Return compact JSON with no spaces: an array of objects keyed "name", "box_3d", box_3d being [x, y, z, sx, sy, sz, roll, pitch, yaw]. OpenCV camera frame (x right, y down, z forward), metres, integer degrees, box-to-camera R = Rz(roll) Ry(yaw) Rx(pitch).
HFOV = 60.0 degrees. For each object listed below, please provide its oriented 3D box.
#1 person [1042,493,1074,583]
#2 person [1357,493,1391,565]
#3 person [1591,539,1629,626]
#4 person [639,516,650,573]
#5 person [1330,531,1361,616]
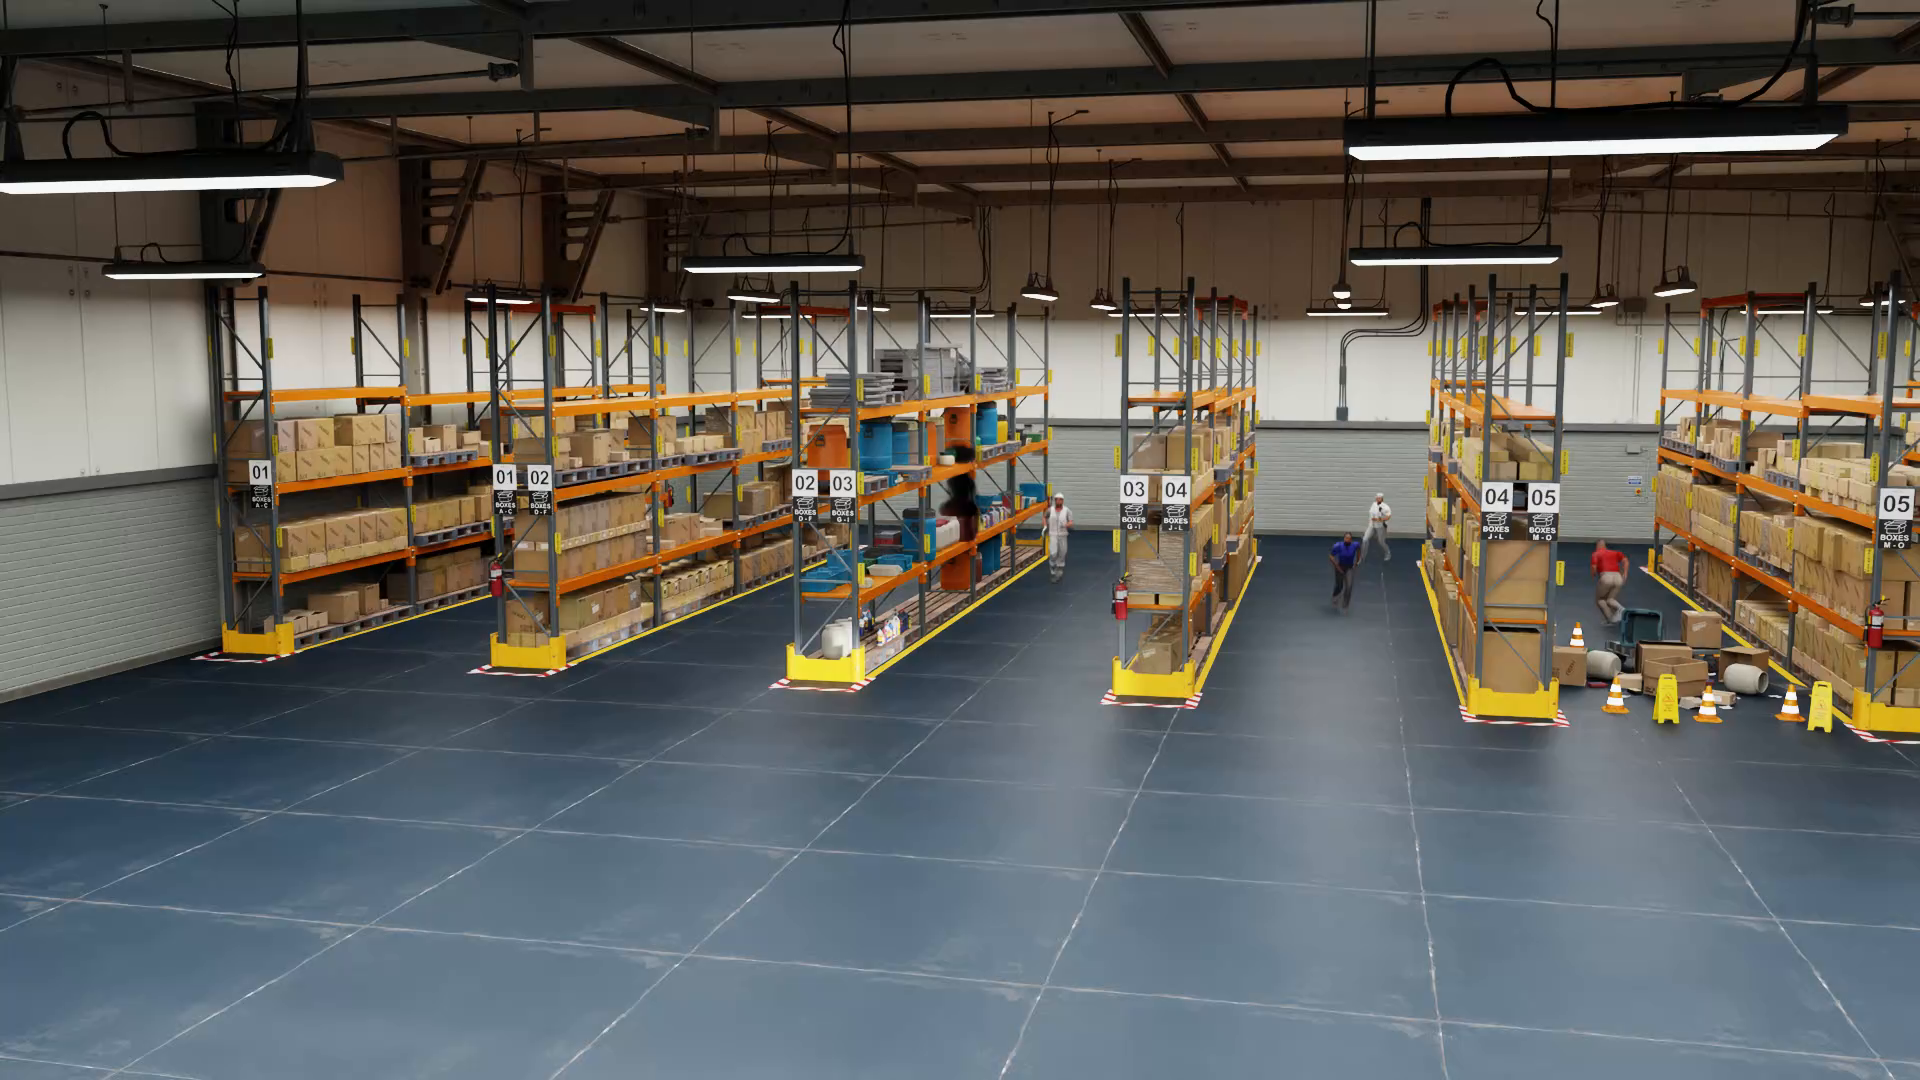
[{"name":"person","box_3d":[1.984,-0.034,33.743,0.642,1.835,0.695,0,7,2]},{"name":"person","box_3d":[9.747,-0.266,38.757,0.920,1.679,0.617,-6,9,-43]},{"name":"person","box_3d":[11.822,0.791,30.196,0.684,1.540,0.898,-1,7,-6]},{"name":"person","box_3d":[-6.746,0.106,35.068,0.617,1.802,0.929,1,7,11]},{"name":"person","box_3d":[7.314,0.599,31.731,0.602,1.615,0.960,-1,7,-6]}]
